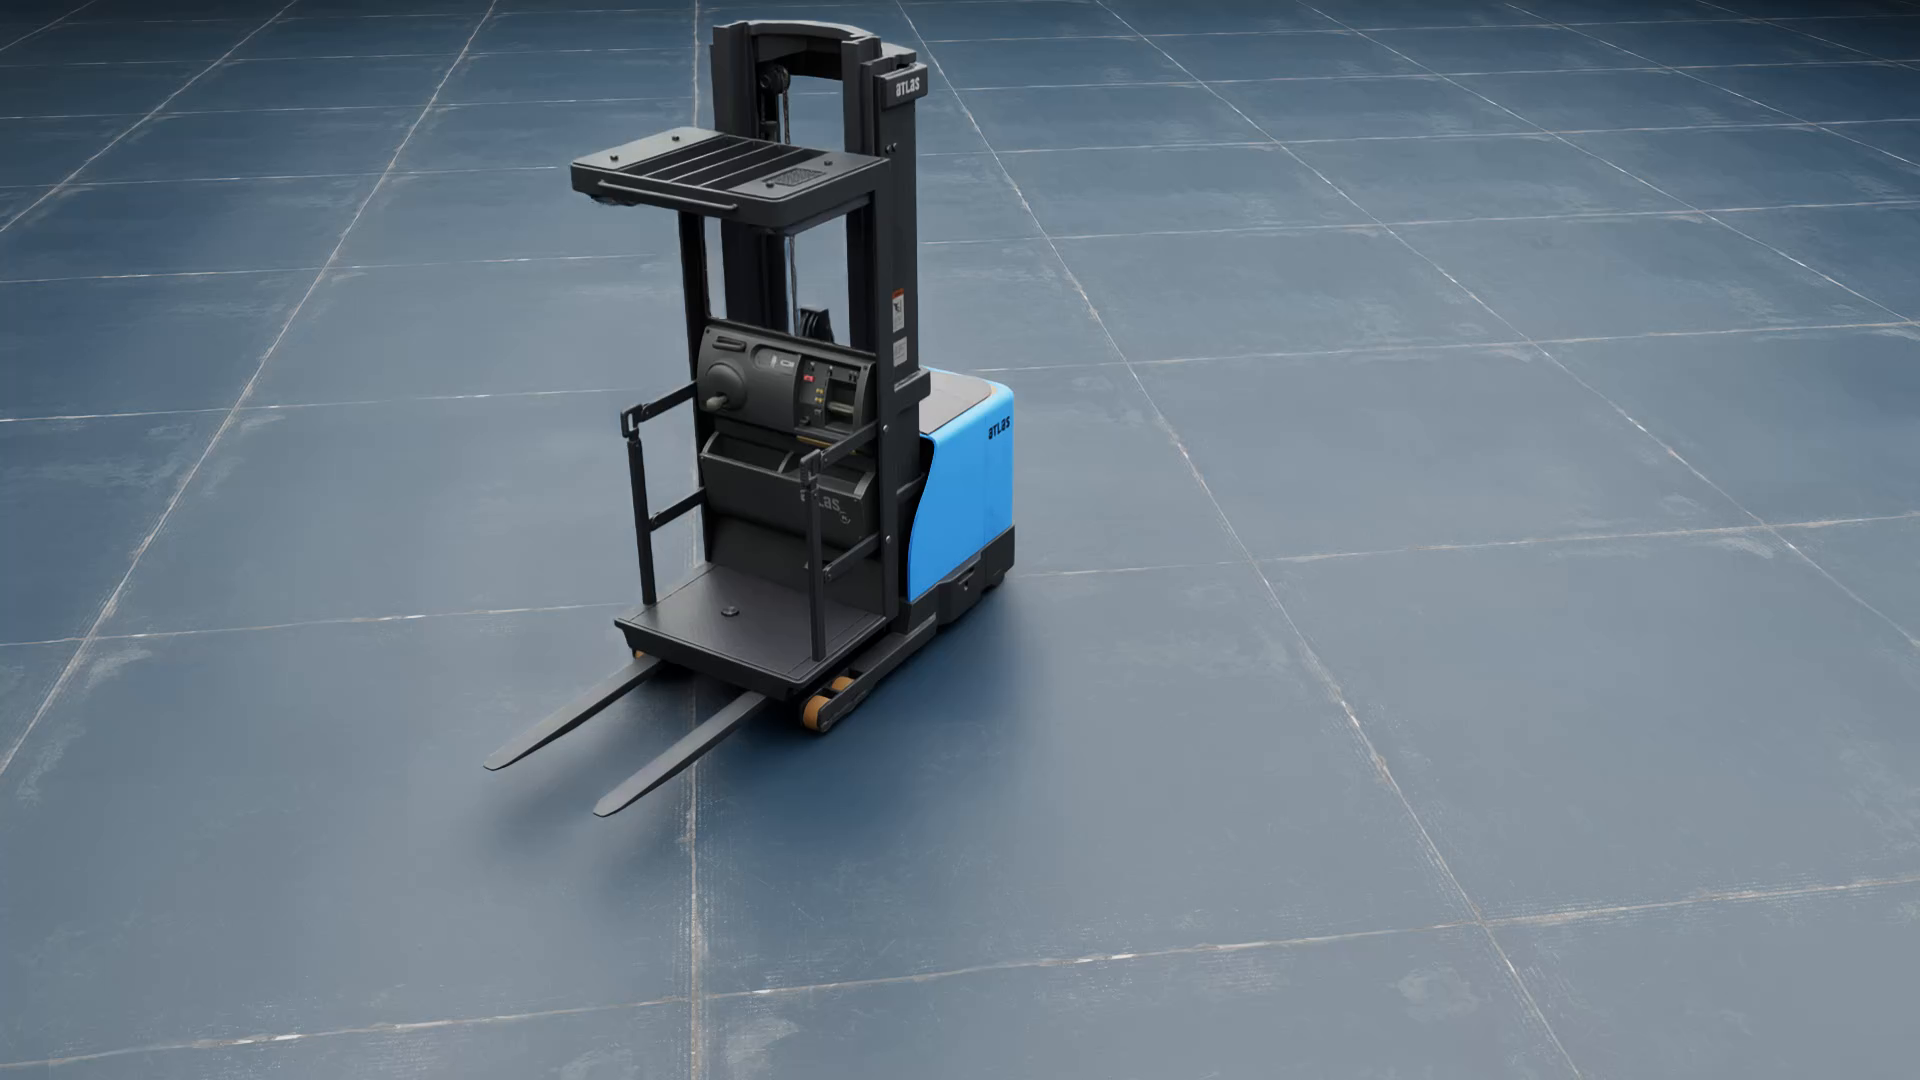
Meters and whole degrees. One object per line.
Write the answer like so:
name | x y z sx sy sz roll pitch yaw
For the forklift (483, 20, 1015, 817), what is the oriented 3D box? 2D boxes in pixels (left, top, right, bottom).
forklift | -0.911 -0.673 7.351 1.130 2.935 3.031 16 31 28
